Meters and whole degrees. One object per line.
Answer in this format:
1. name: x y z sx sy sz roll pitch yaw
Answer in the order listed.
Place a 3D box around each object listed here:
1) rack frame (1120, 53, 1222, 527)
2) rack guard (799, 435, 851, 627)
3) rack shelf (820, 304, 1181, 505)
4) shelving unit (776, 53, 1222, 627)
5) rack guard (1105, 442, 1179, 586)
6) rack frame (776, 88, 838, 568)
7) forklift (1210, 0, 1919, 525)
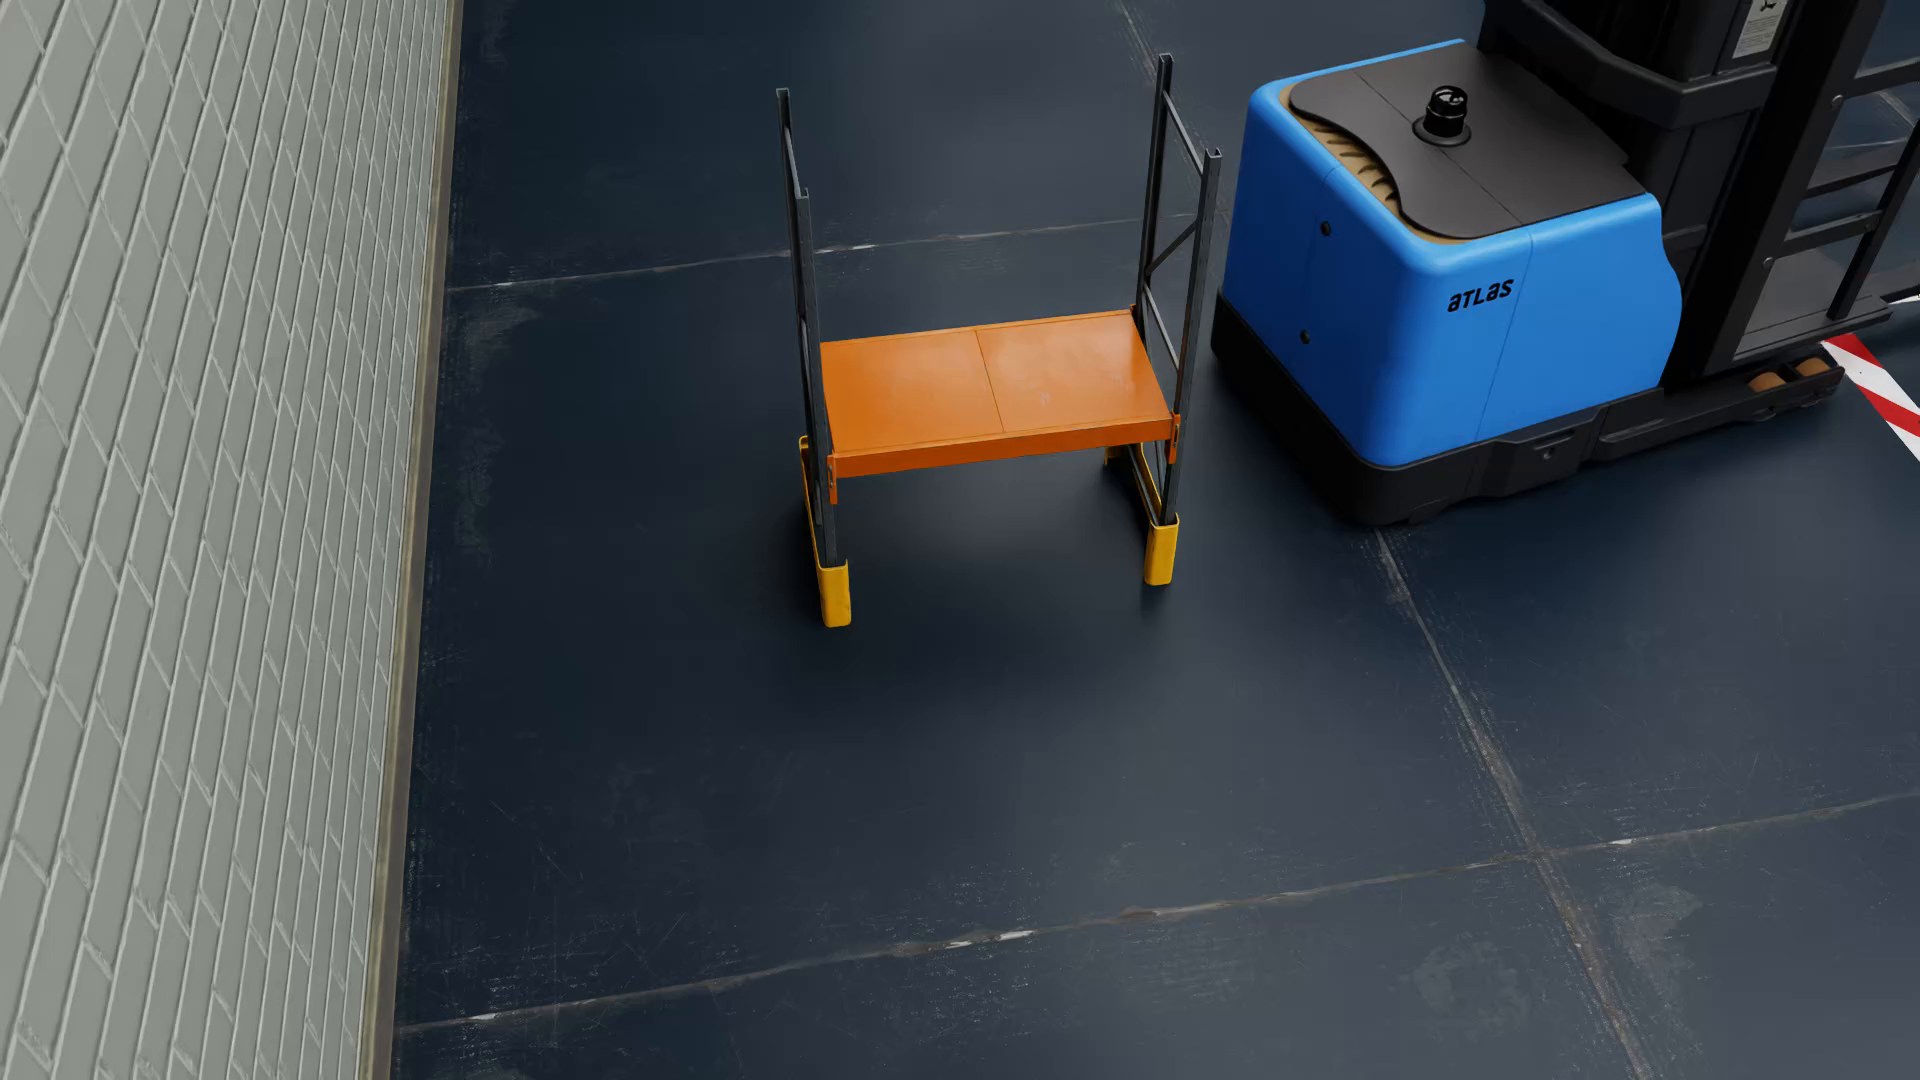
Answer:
1. rack frame: 0.585 -0.593 4.780 0.032 1.500 0.500 -7 46 -7
2. rack guard: -0.416 -0.035 5.110 0.087 0.250 0.587 -7 46 -7
3. rack shelf: 0.084 -0.406 4.850 1.000 0.185 0.538 -7 46 -7
4. shelving unit: 0.075 -0.530 4.719 1.083 1.500 0.587 -7 46 -7
5. rack guard: 0.566 -0.157 5.228 0.087 0.250 0.587 -7 46 -7
6. rack frame: -0.417 -0.468 4.660 0.032 1.500 0.500 -7 46 -7
7. forklift: 2.441 -1.755 4.905 3.031 2.935 1.130 -17 48 -15
